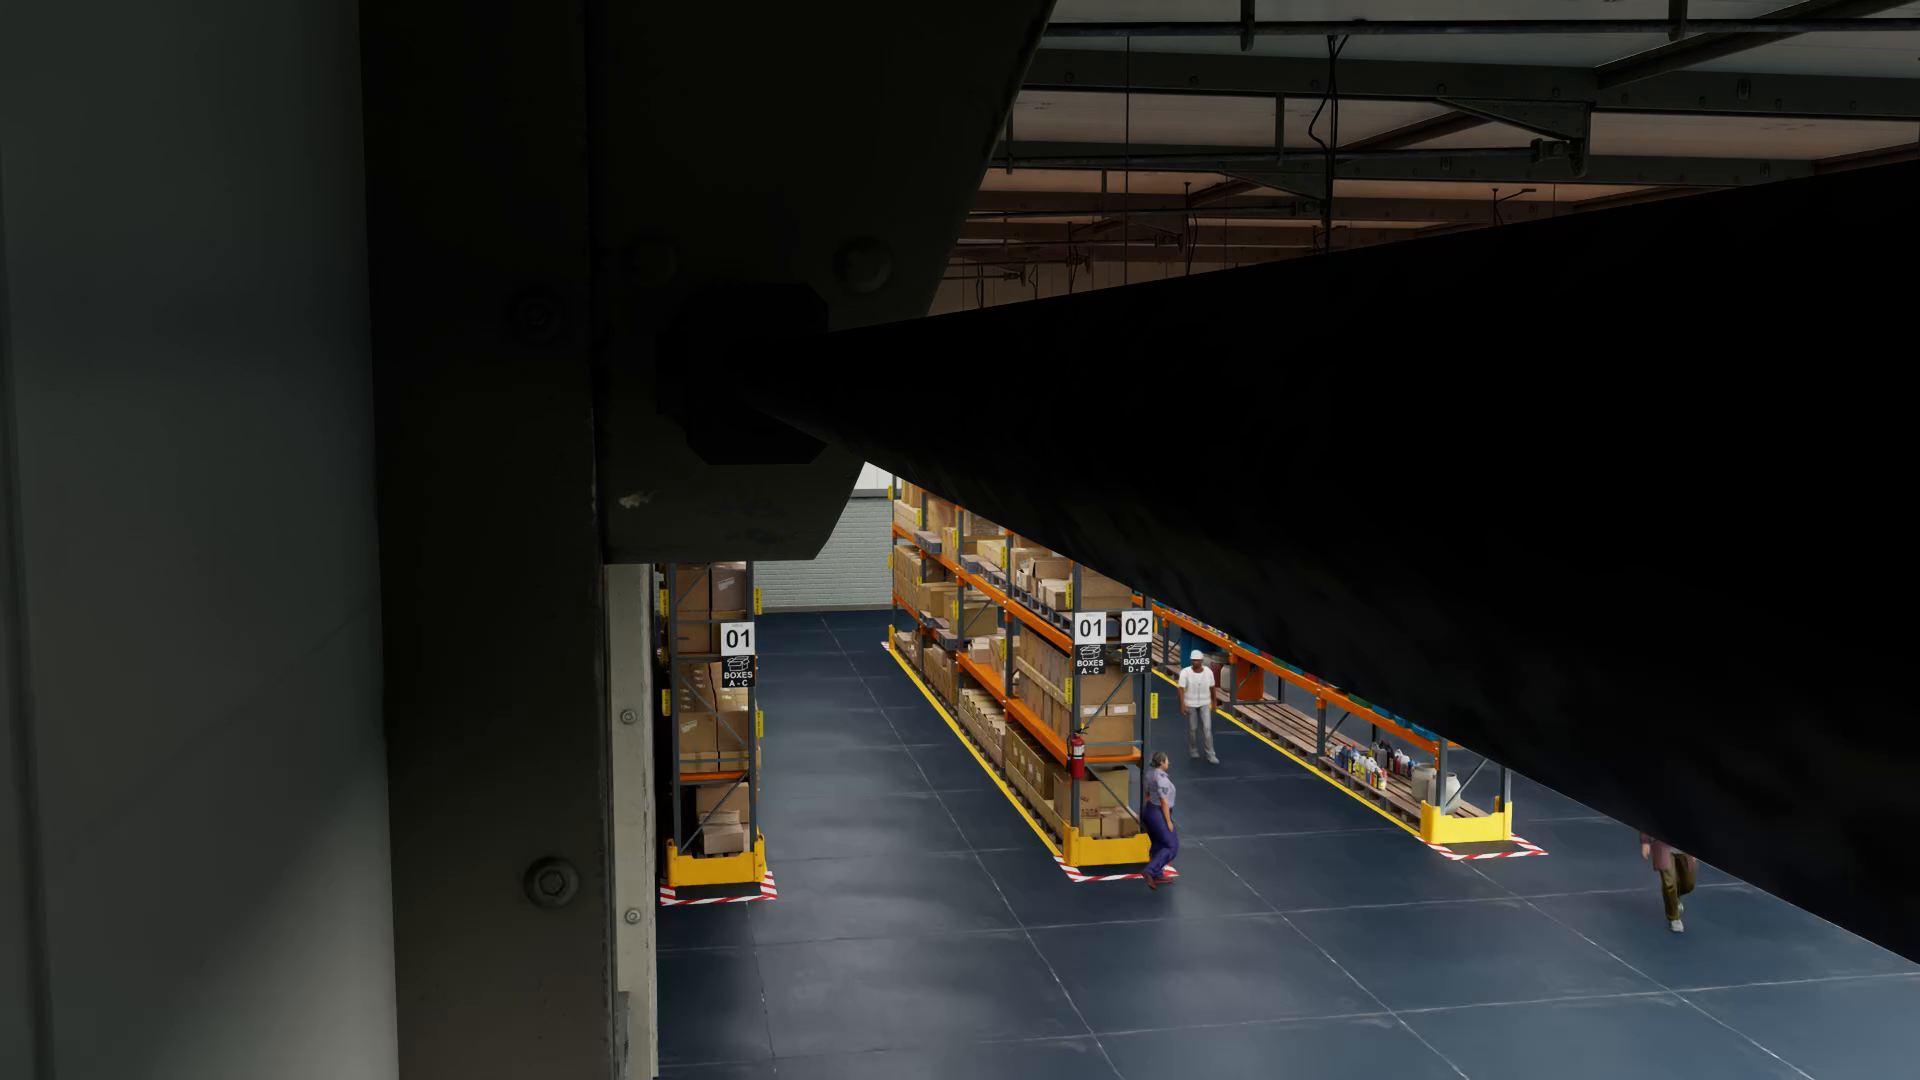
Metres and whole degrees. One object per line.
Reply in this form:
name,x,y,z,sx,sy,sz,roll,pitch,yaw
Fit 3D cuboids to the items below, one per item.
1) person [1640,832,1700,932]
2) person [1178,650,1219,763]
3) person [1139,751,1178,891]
person,7.973,3.454,18.675,0.634,1.754,0.731,1,6,5
person,3.769,2.617,26.204,0.630,1.751,0.807,0,6,0
person,2.359,3.374,19.982,0.577,1.619,0.589,-2,7,-20
